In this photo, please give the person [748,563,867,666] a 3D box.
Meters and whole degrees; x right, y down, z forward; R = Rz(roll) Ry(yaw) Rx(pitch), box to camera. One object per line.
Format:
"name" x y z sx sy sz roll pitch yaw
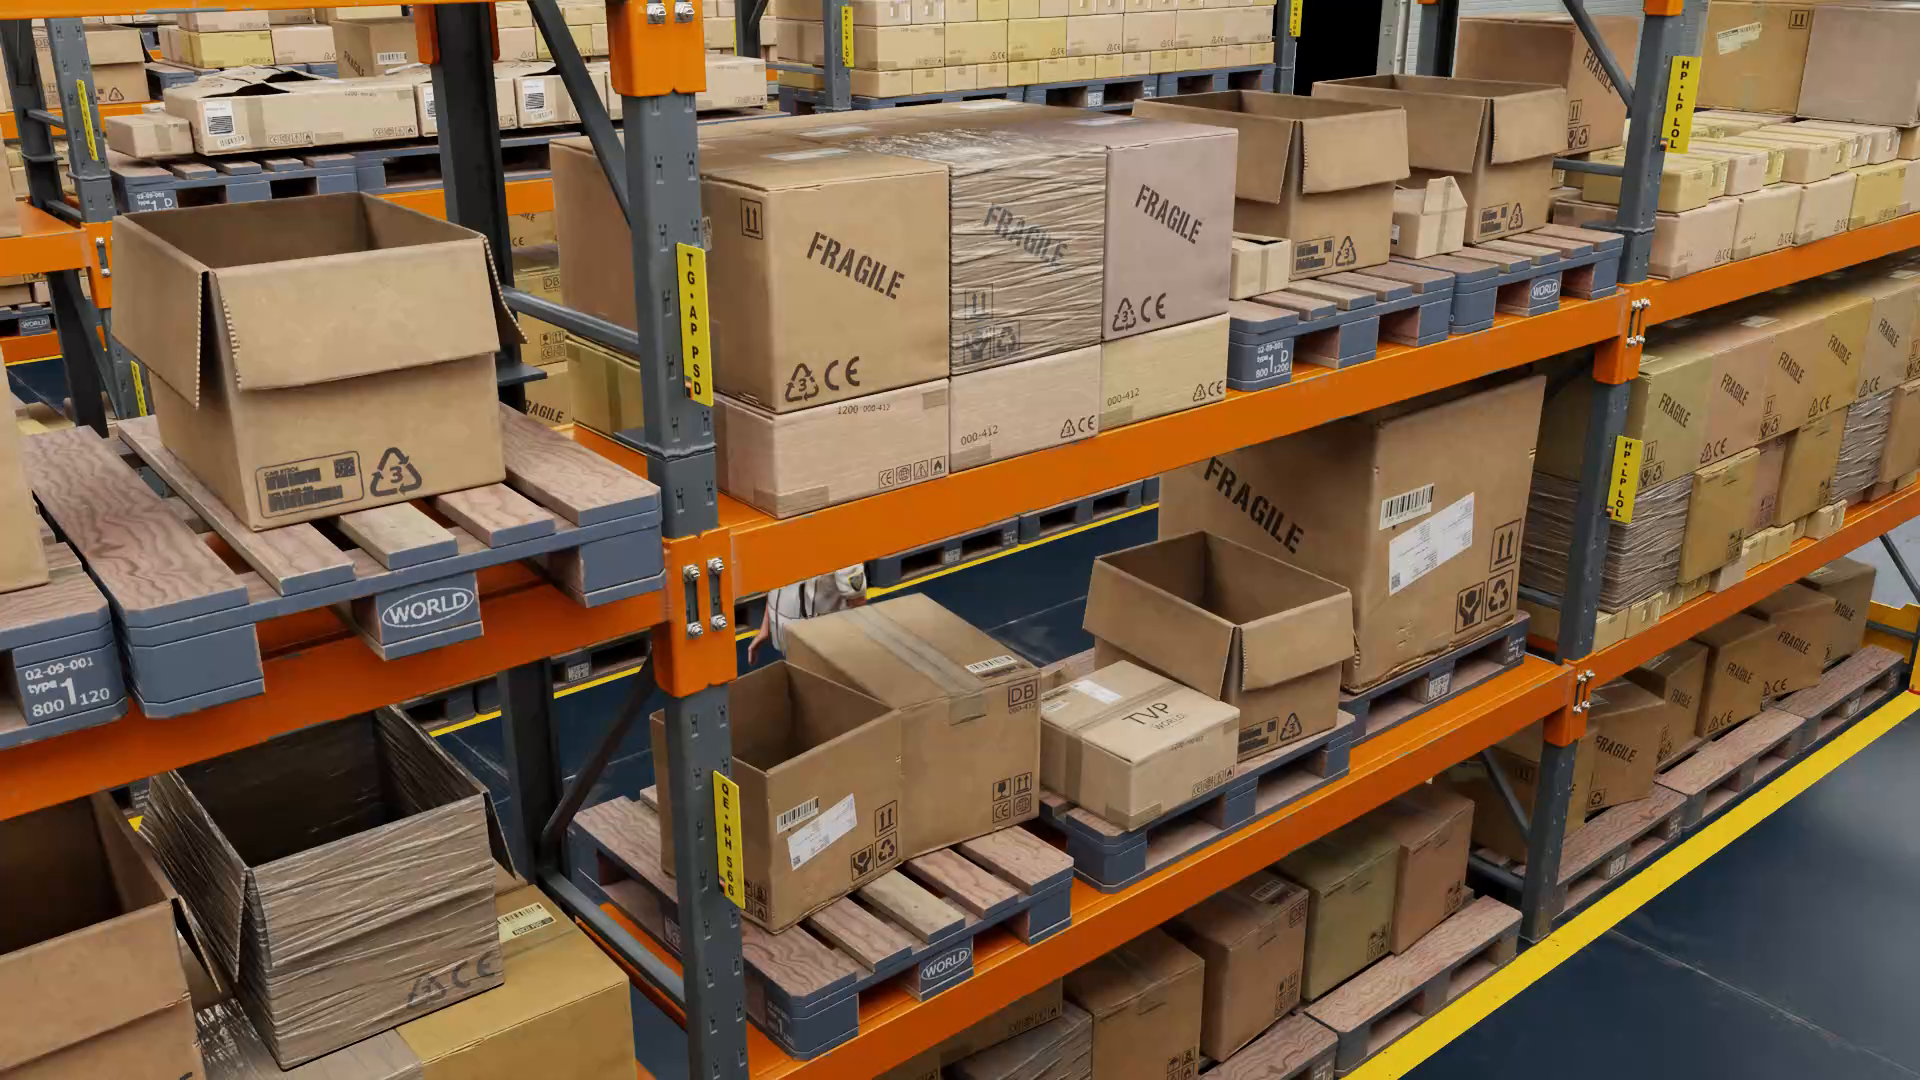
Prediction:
"person" -0.688 0.460 7.818 1.050 1.725 0.532 -14 25 -32
